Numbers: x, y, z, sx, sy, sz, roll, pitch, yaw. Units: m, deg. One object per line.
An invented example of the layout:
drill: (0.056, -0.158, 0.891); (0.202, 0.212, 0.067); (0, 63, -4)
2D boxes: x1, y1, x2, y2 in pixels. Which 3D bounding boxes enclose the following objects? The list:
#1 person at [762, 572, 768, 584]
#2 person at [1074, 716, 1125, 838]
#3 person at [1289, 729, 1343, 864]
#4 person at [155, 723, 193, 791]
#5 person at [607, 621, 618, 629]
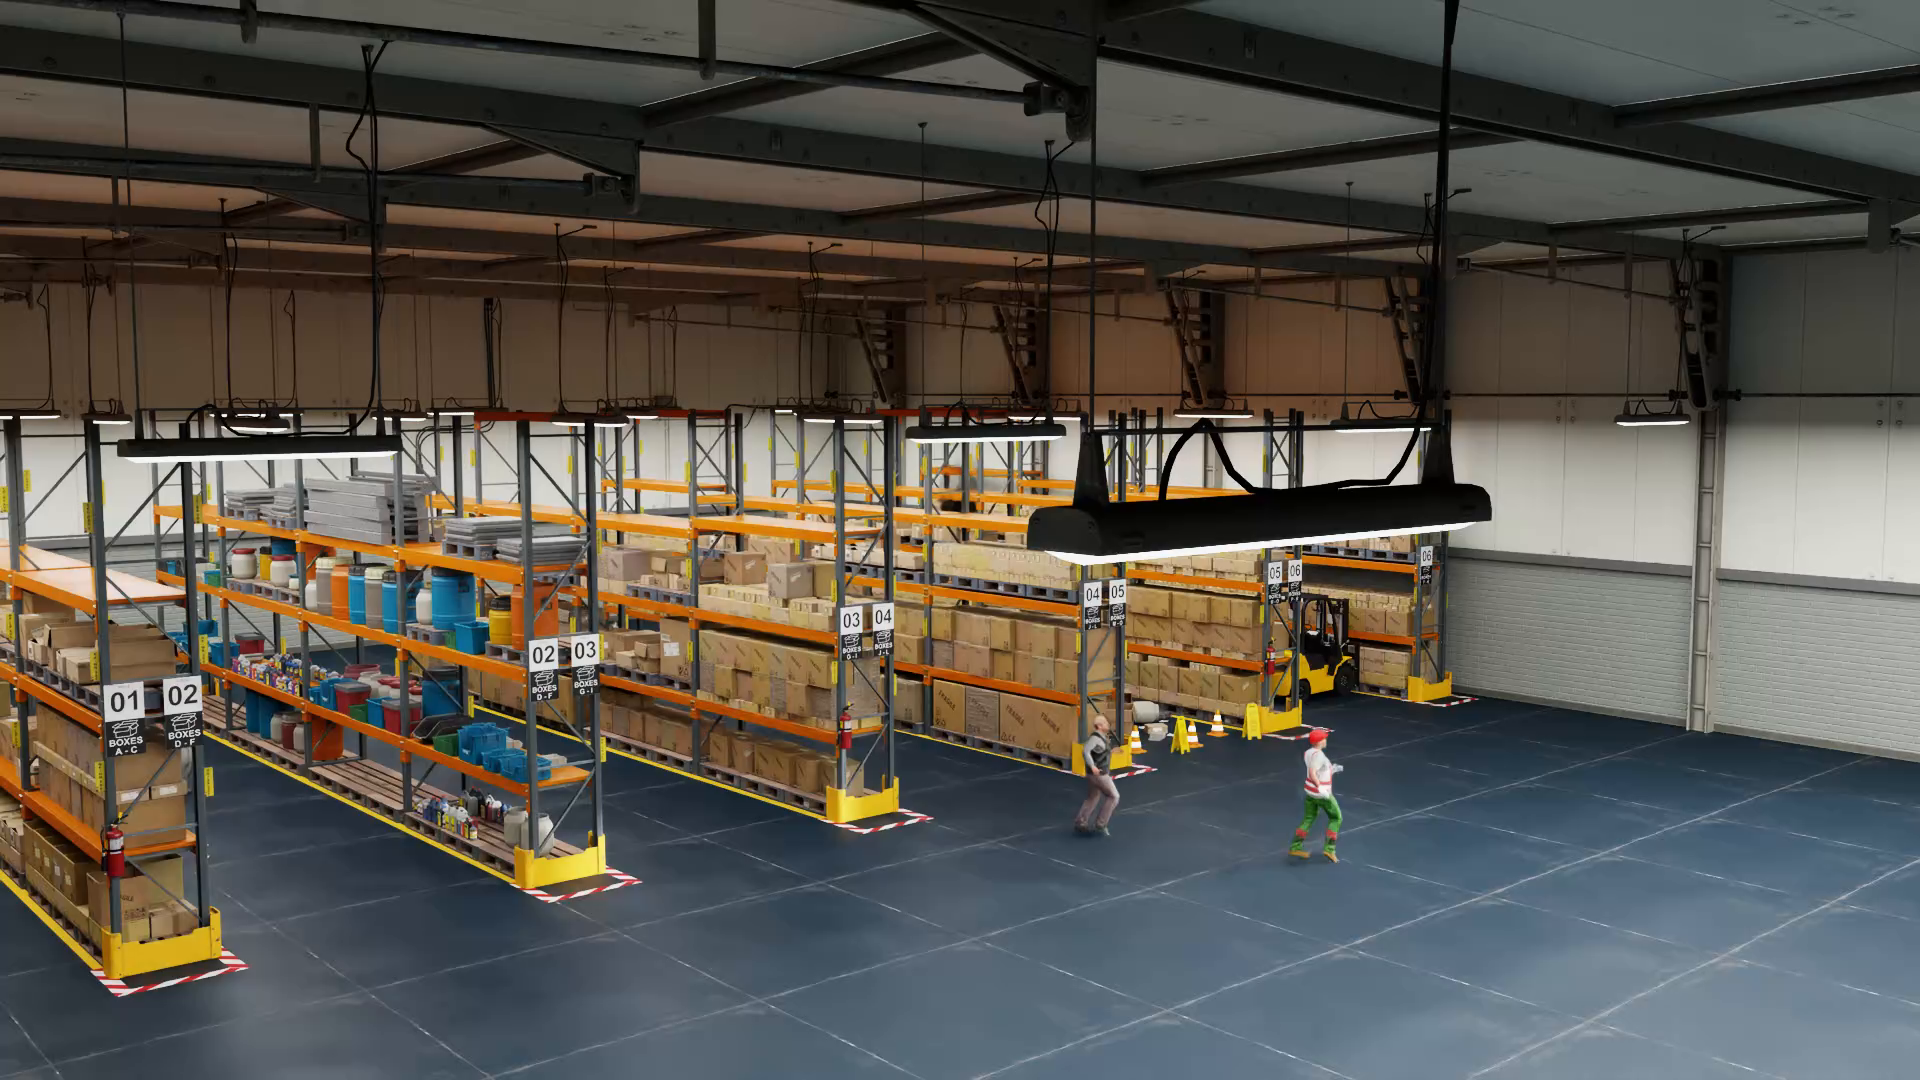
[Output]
person: (-5.228, 1.586, 44.587); (0.510, 1.694, 0.897); (-1, 5, -10)
person: (2.003, 3.395, 23.873); (0.739, 1.765, 0.622); (0, 5, -3)
person: (4.841, 3.468, 22.439); (0.774, 1.846, 0.643); (-2, 5, -18)
person: (-12.349, 3.144, 26.424); (0.591, 1.740, 0.658); (4, 6, 35)
person: (-7.055, 2.521, 34.011); (0.572, 1.715, 0.699); (-5, 7, -44)
